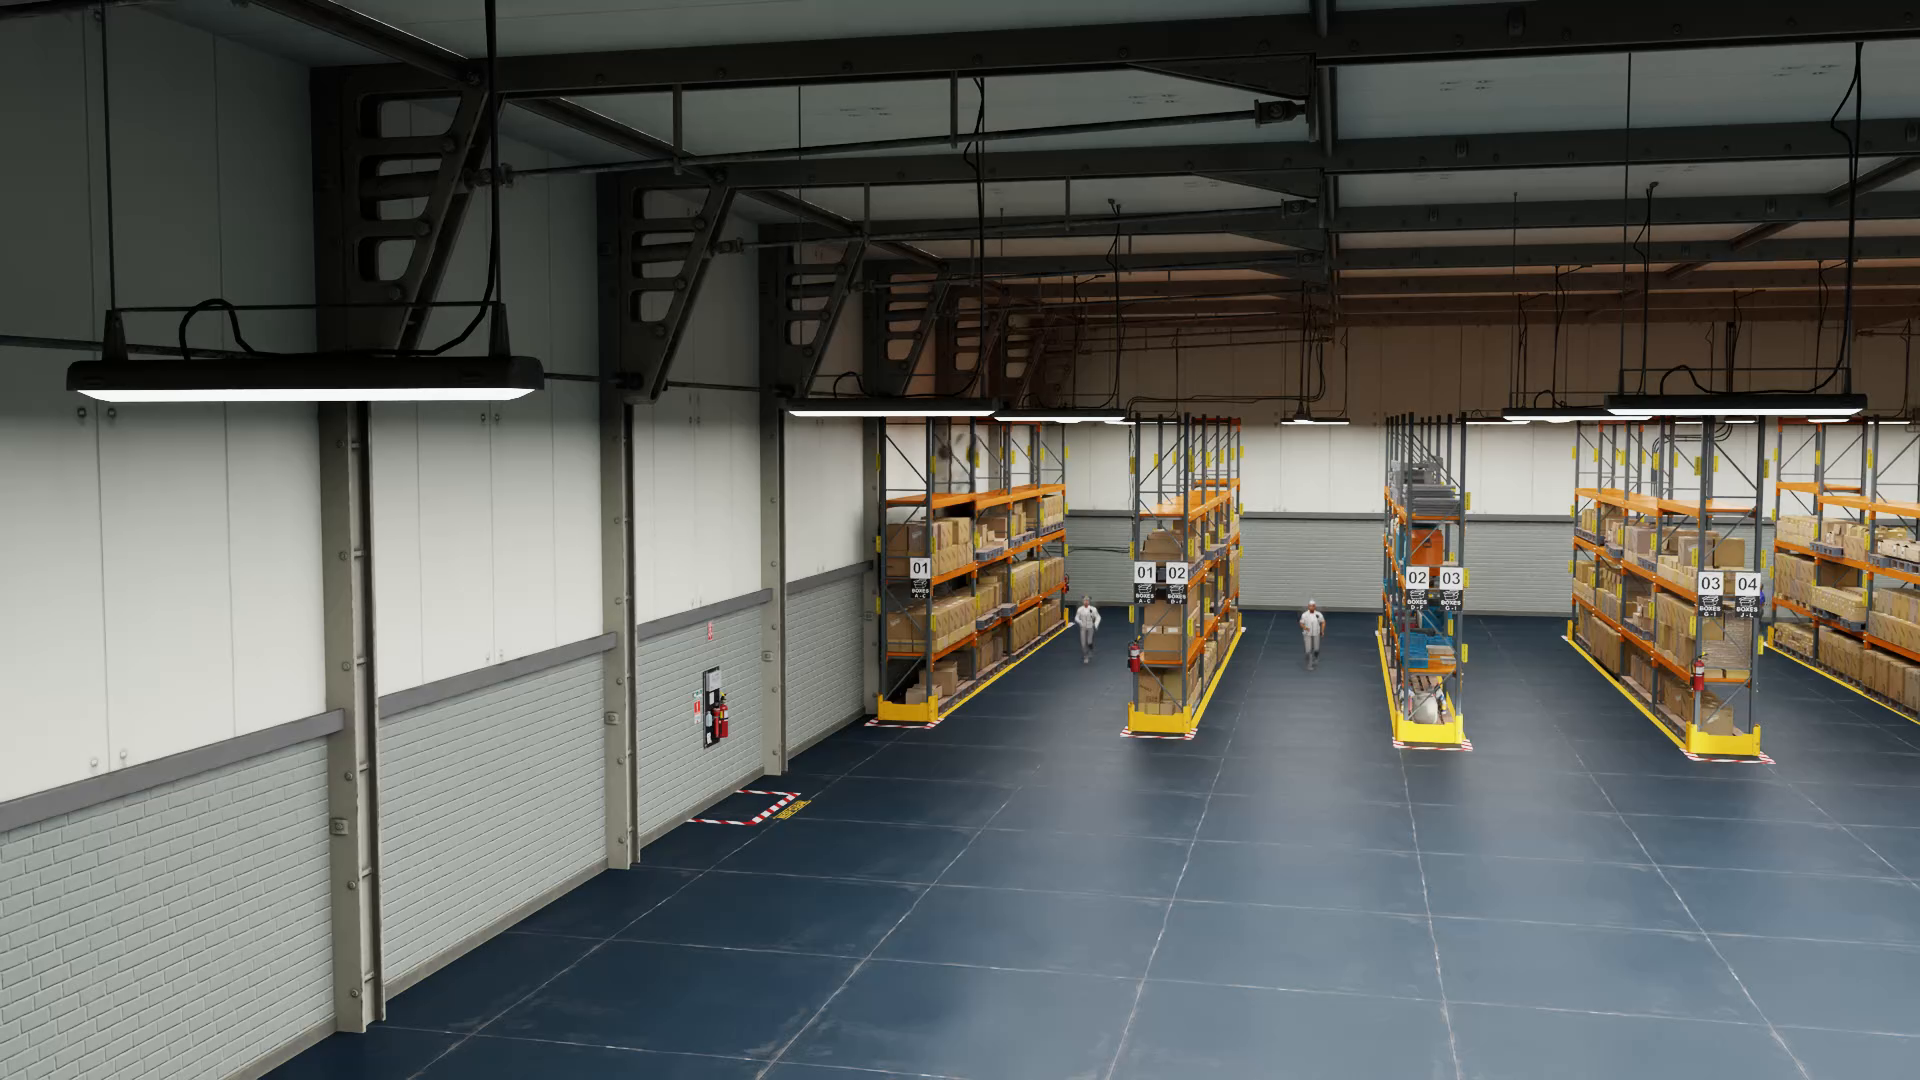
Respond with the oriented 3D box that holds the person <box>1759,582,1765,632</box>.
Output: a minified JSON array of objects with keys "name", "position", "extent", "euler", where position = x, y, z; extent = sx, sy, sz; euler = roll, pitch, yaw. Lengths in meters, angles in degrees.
[{"name":"person","position":[21.340,1.909,44.588],"extent":[0.518,1.599,0.640],"euler":[0,4,-5]}]

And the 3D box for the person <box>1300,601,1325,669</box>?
[{"name":"person","position":[8.329,2.257,39.293],"extent":[0.600,1.628,0.538],"euler":[1,4,11]}]

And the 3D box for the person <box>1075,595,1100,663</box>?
[{"name":"person","position":[3.084,2.163,40.433],"extent":[0.605,1.659,0.538],"euler":[1,4,12]}]
